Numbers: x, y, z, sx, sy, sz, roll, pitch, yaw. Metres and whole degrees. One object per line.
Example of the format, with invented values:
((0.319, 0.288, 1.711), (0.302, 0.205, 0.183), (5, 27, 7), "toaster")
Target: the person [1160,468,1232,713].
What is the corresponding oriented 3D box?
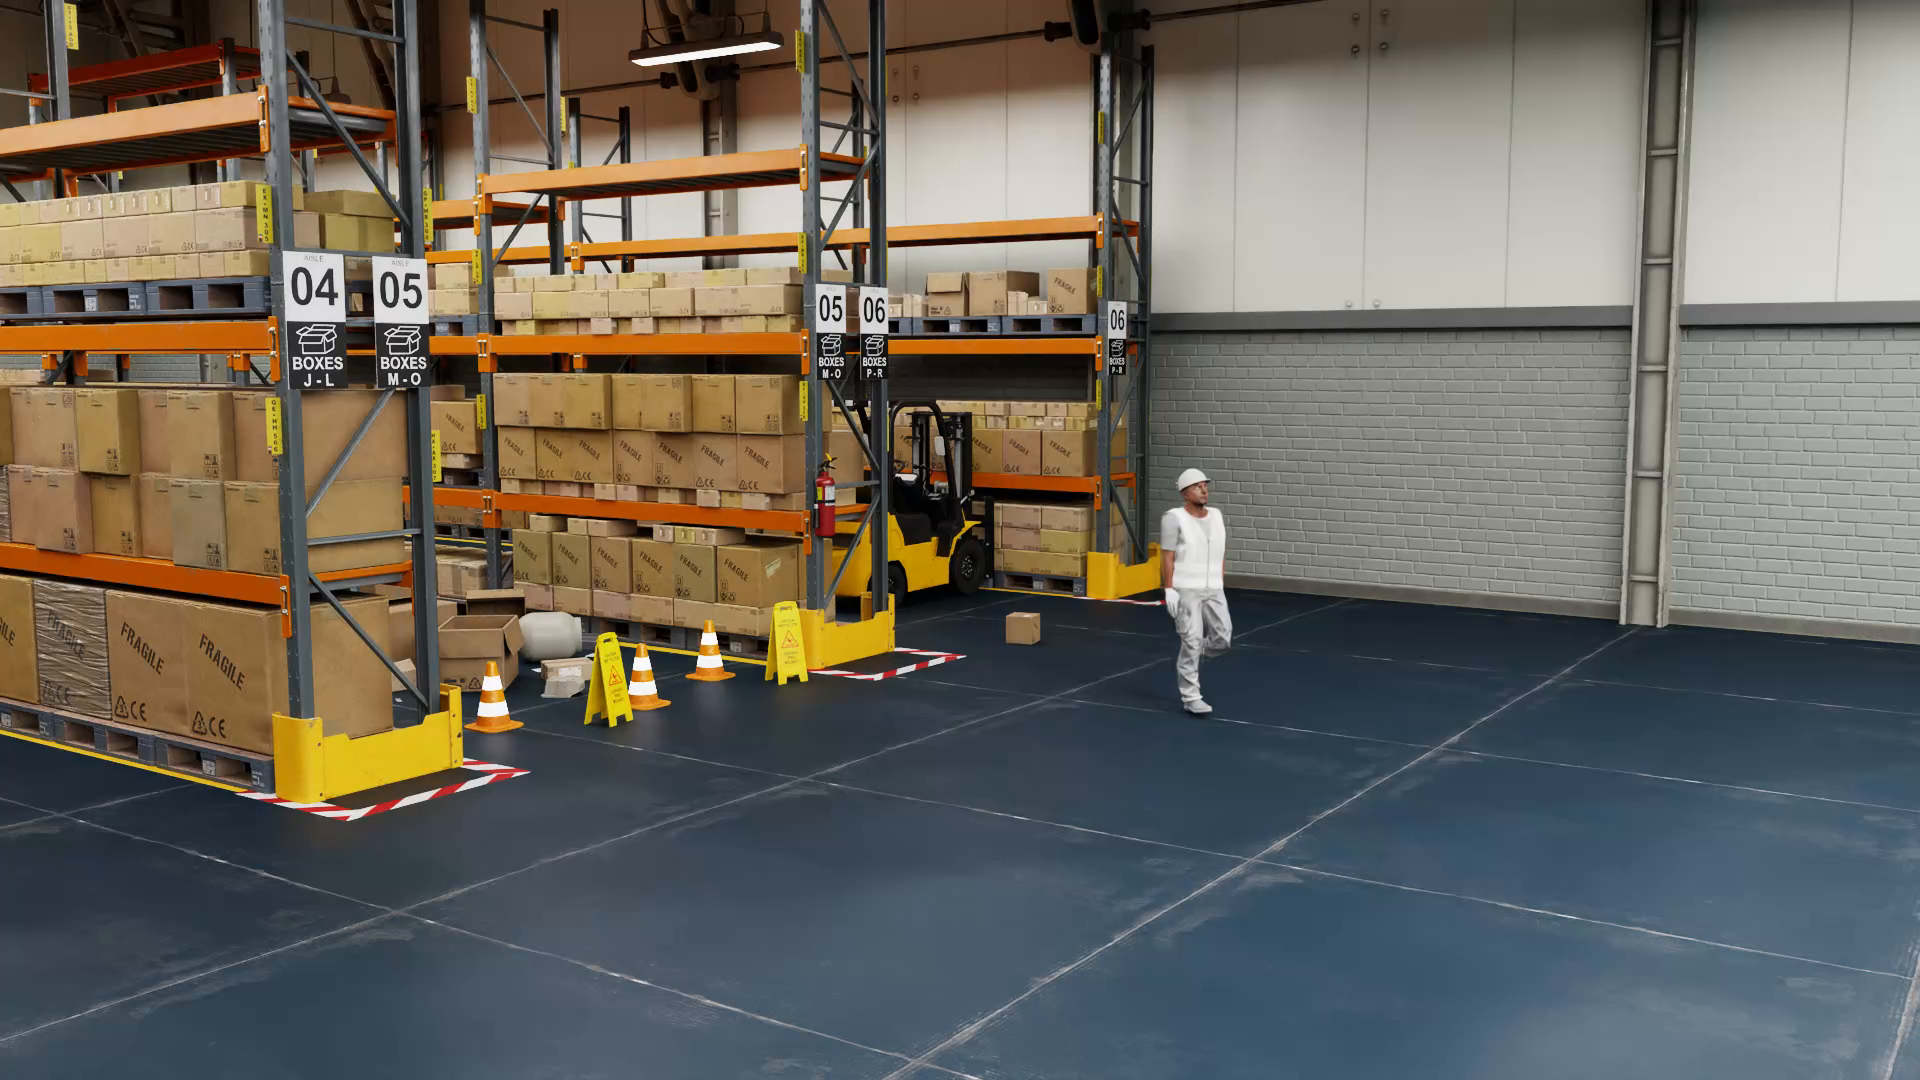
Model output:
((1.711, 0.359, 12.175), (0.551, 1.771, 0.590), (-3, 7, -25), "person")
